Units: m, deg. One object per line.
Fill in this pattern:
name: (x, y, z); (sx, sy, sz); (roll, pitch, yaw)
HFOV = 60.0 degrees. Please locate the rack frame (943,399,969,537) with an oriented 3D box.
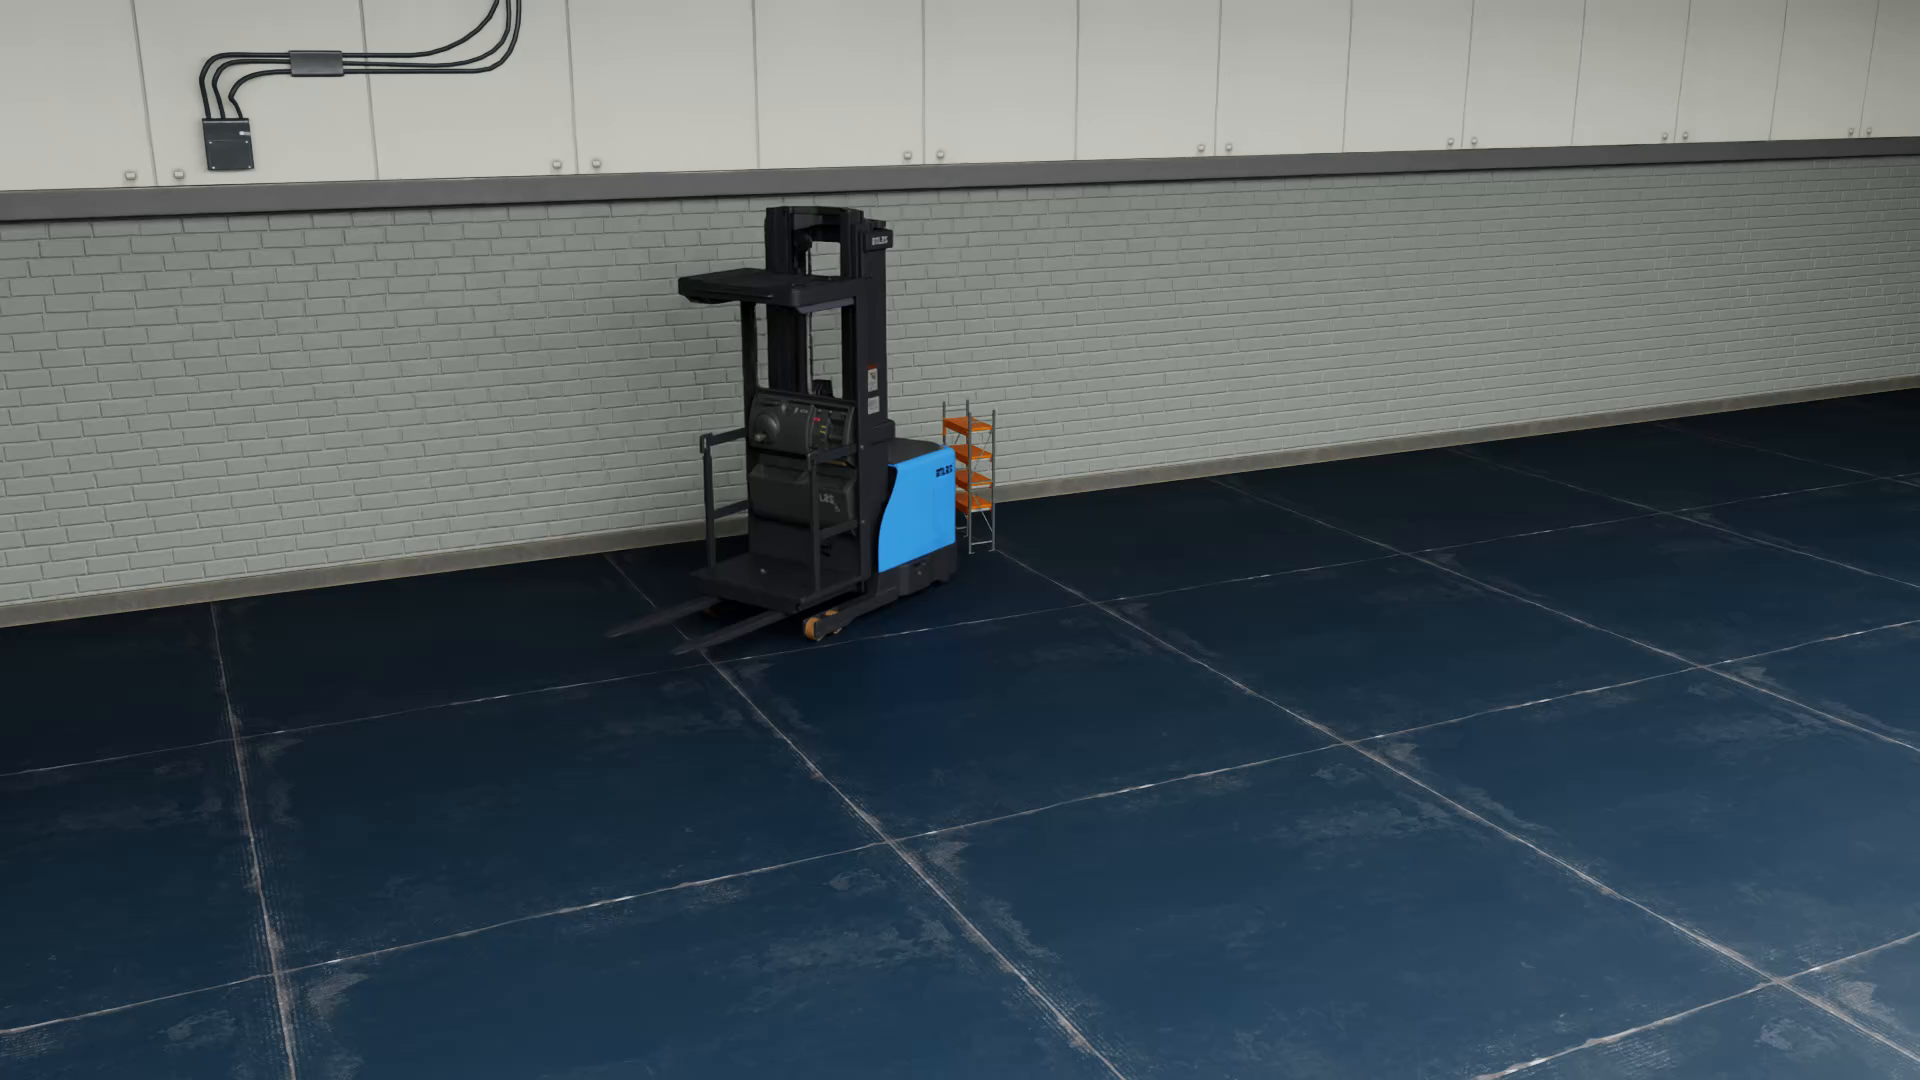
rack frame: (-0.034, -0.596, 14.153); (0.240, 1.200, 0.015); (-8, 18, -25)

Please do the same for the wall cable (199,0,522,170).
wall cable: (-4.322, -5.664, 11.510); (2.305, 6.003, 0.169); (-8, 18, -25)

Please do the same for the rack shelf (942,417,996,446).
rack shelf: (0.072, -0.913, 13.834); (0.258, 0.148, 0.480); (-8, 18, -25)

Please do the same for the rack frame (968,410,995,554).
rack frame: (0.179, -0.475, 13.731); (0.240, 1.200, 0.015); (-8, 18, -25)

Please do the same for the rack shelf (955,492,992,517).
rack shelf: (0.073, -0.280, 14.015); (0.258, 0.148, 0.480); (-8, 18, -25)

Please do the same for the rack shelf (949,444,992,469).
rack shelf: (0.073, -0.686, 13.899); (0.258, 0.148, 0.480); (-8, 18, -25)

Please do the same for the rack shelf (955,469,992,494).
rack shelf: (0.073, -0.471, 13.961); (0.258, 0.148, 0.480); (-8, 18, -25)

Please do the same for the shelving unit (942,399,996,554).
shelving unit: (0.073, -0.536, 13.942); (0.258, 1.200, 0.503); (-8, 18, -25)

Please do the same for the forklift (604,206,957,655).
forklift: (-1.271, -0.844, 11.880); (1.130, 2.935, 3.031); (11, 19, 33)
